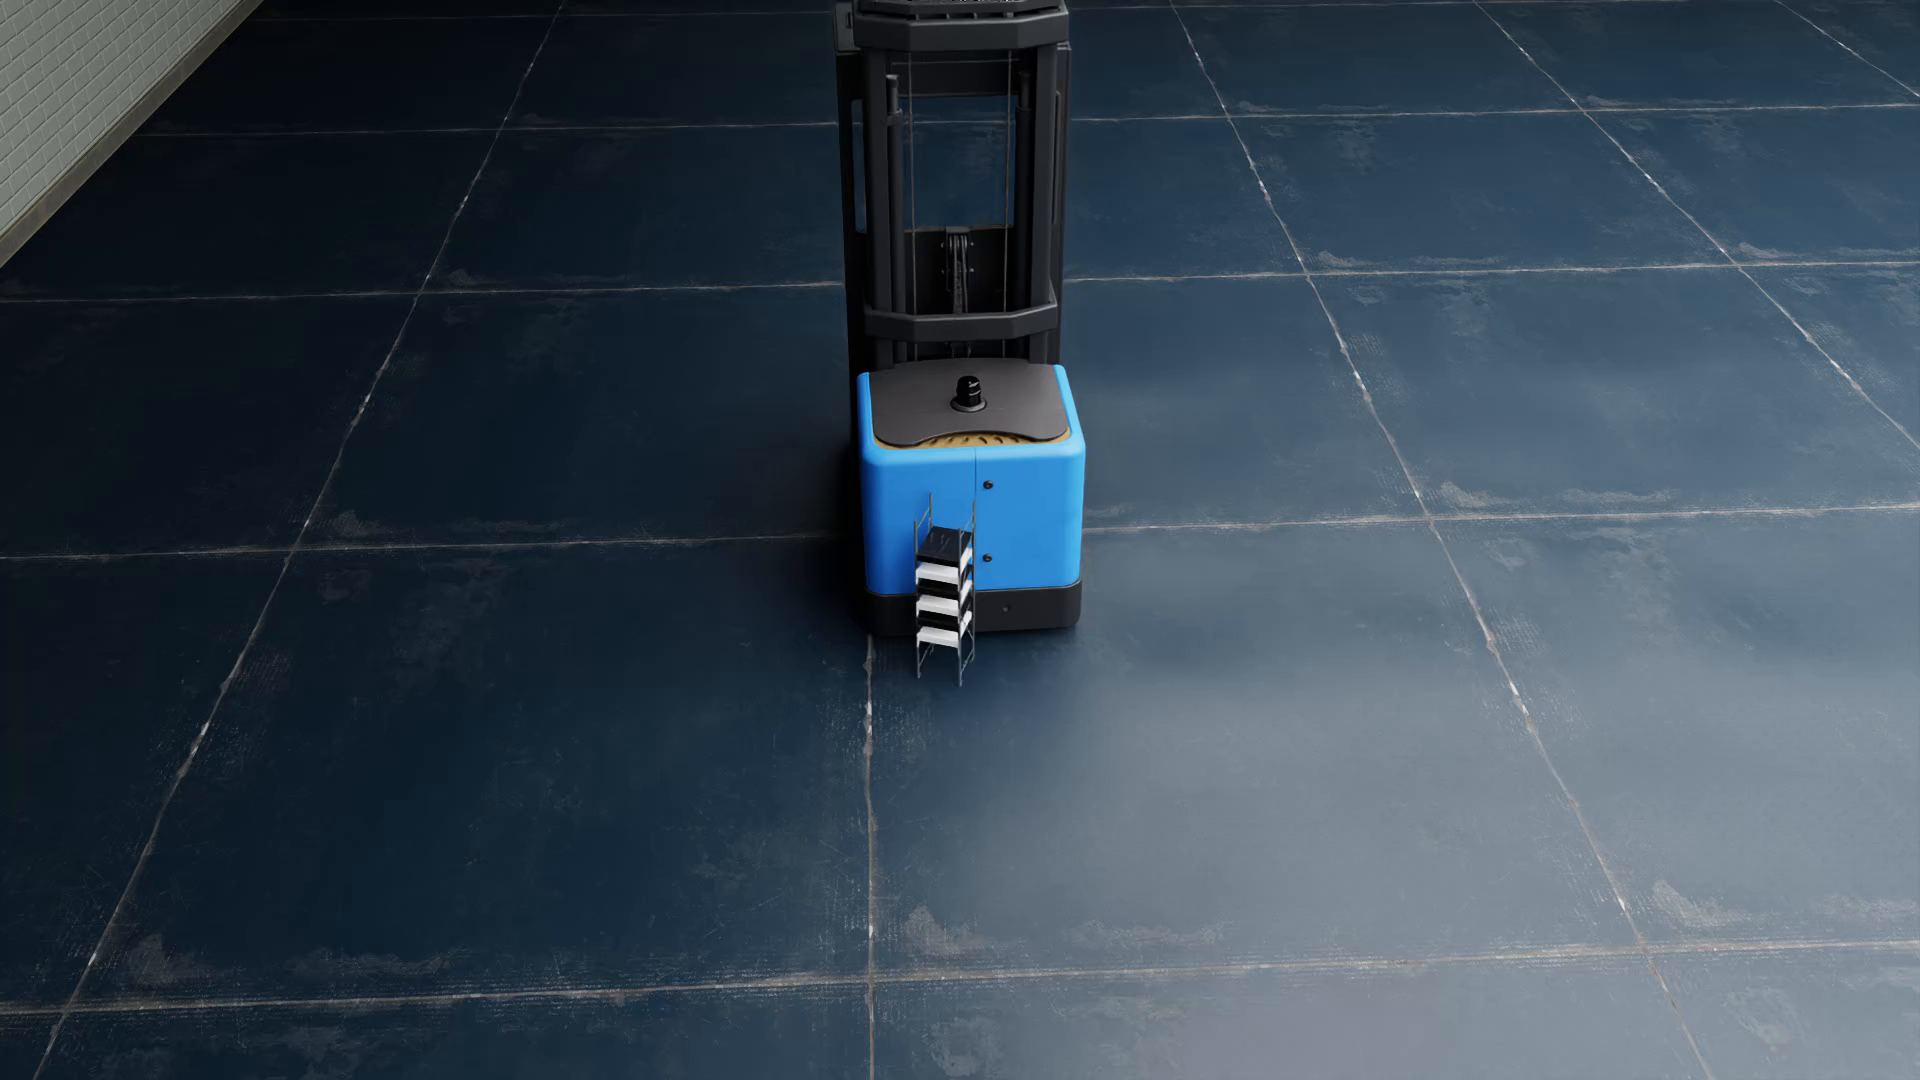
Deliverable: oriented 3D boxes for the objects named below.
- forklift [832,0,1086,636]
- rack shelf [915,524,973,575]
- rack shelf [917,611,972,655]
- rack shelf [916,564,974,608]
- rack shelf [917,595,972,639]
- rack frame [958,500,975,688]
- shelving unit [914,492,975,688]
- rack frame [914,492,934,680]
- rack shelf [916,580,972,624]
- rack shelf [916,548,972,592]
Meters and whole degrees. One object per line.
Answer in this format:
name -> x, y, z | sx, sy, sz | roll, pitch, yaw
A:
forklift -> -0.051, -1.563, 8.432 | 1.130, 2.935, 3.031 | -3, 35, -4
rack shelf -> -0.066, 0.043, 7.481 | 0.200, 0.077, 0.258 | 10, 36, 14
rack shelf -> -0.066, 0.413, 7.737 | 0.200, 0.077, 0.258 | 10, 36, 14
rack shelf -> -0.066, 0.191, 7.583 | 0.200, 0.077, 0.258 | 10, 36, 14
rack shelf -> -0.066, 0.339, 7.686 | 0.200, 0.077, 0.258 | 10, 36, 14
rack frame -> 0.031, 0.255, 7.591 | 0.006, 0.900, 0.240 | 10, 36, 14
shelving unit -> -0.066, 0.238, 7.616 | 0.210, 0.900, 0.258 | 10, 36, 14
rack frame -> -0.164, 0.221, 7.640 | 0.006, 0.900, 0.240 | 10, 36, 14
rack shelf -> -0.066, 0.265, 7.635 | 0.200, 0.077, 0.258 | 10, 36, 14
rack shelf -> -0.066, 0.117, 7.532 | 0.200, 0.077, 0.258 | 10, 36, 14
